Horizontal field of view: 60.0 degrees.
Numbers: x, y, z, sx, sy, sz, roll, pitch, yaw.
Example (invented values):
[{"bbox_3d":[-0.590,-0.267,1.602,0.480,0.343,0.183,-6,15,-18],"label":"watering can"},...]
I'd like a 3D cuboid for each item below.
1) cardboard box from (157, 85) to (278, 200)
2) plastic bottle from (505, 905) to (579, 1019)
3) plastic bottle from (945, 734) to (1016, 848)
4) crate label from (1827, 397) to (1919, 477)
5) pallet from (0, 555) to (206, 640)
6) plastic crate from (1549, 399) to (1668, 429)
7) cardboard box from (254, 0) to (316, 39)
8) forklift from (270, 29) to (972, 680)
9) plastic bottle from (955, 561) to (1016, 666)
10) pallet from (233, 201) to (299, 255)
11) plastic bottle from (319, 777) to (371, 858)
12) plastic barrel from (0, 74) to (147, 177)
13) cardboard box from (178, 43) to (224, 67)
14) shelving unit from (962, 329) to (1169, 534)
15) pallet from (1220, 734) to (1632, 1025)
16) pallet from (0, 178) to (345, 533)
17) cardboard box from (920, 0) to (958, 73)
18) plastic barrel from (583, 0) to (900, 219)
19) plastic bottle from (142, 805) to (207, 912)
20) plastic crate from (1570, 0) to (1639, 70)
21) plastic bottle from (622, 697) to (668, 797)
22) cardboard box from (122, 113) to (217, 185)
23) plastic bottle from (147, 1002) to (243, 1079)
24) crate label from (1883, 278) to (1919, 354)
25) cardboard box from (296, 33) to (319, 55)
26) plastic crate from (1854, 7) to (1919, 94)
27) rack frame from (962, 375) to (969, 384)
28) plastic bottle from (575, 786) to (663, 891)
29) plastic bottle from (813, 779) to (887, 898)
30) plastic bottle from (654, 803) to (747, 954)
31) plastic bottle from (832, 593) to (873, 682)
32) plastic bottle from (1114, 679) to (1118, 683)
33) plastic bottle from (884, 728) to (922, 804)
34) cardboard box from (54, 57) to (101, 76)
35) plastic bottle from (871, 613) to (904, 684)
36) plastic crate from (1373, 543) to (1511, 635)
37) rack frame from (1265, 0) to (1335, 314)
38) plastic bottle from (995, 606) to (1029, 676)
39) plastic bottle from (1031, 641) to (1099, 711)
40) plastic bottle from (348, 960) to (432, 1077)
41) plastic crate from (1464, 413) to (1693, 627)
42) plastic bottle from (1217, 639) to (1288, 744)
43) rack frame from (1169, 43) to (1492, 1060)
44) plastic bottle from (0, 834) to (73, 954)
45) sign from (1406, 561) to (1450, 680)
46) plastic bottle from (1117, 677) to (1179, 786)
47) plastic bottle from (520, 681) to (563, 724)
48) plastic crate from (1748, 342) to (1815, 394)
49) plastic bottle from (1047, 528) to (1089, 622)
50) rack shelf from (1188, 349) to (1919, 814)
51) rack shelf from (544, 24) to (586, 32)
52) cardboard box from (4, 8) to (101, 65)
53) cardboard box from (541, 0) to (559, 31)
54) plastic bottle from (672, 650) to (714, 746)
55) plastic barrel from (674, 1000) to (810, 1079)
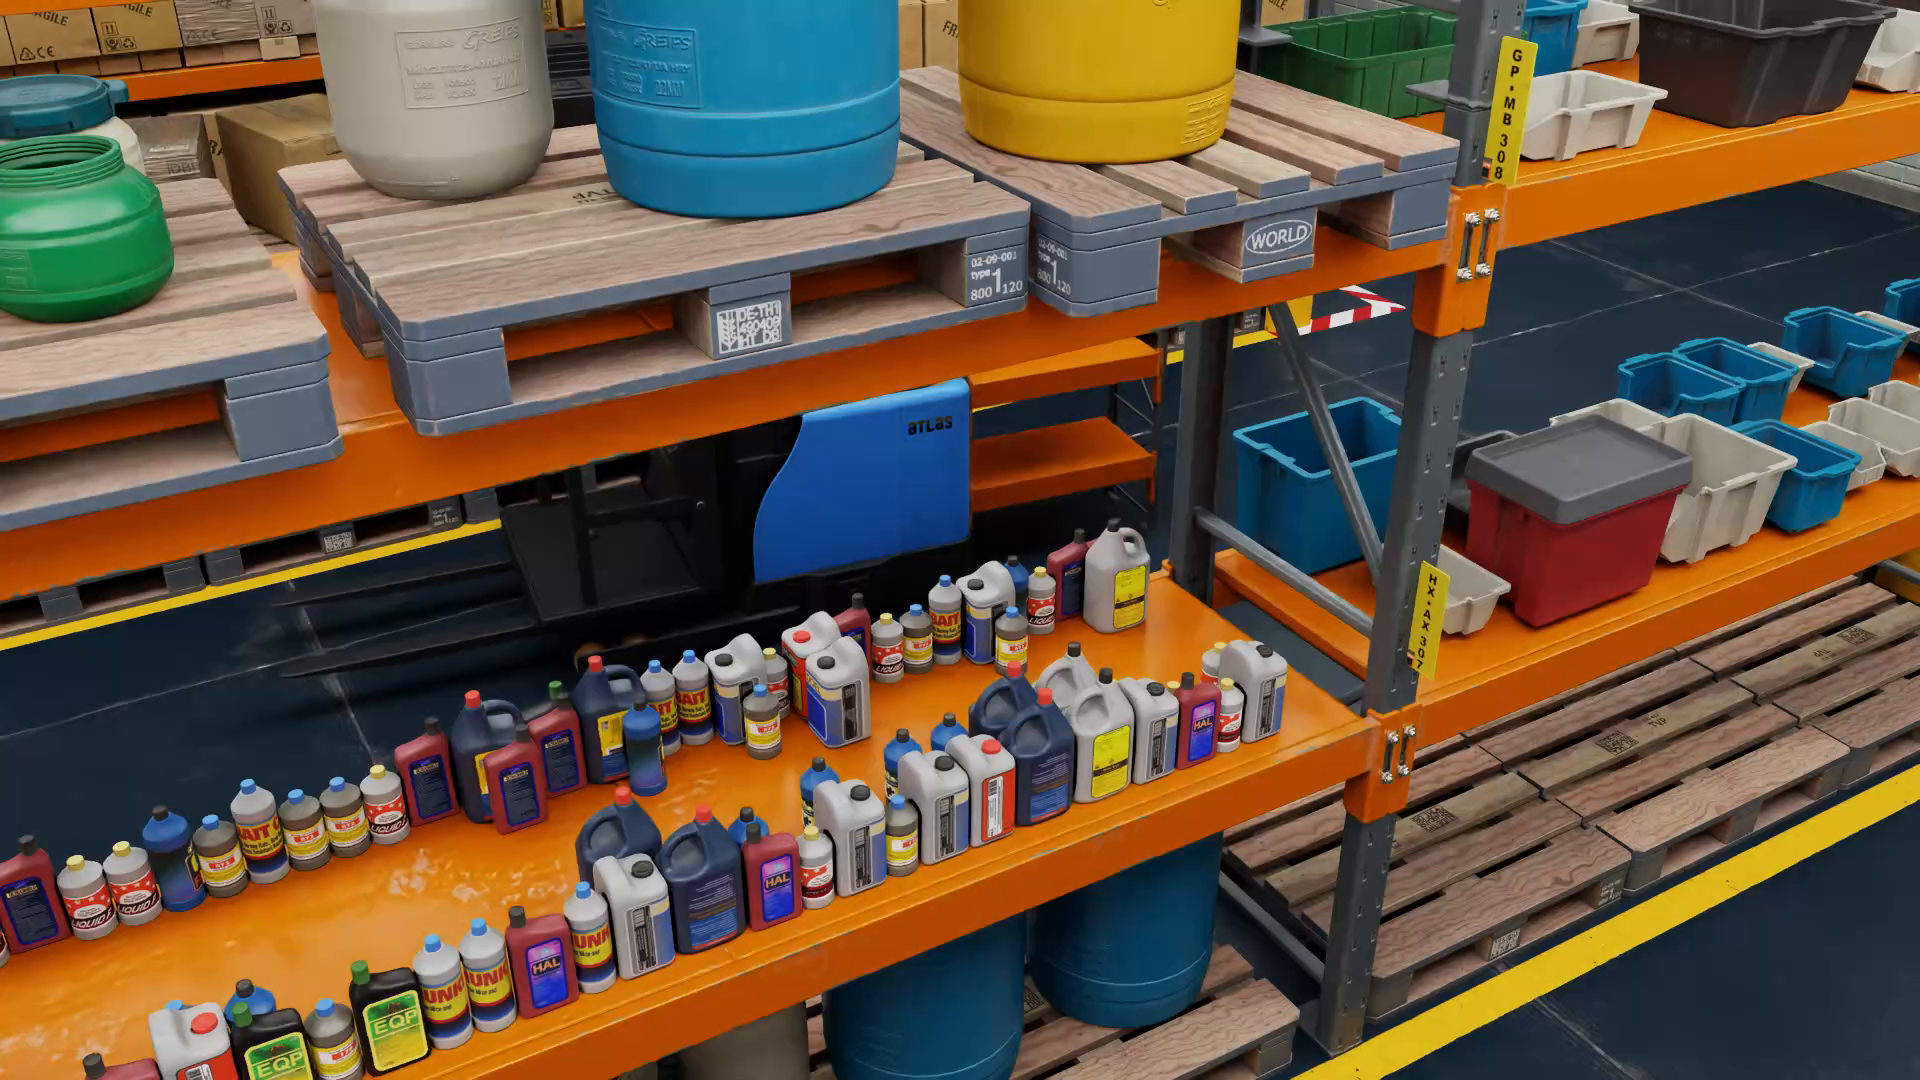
[{"bbox_3d":[-5.300,-2.828,12.061,0.750,0.750,0.750,-15,32,-25],"label":"cardboard box"},{"bbox_3d":[-0.914,0.905,3.627,0.133,0.283,0.061,-16,33,-26],"label":"plastic bottle"},{"bbox_3d":[0.052,0.608,4.173,0.135,0.276,0.152,-16,33,-26],"label":"plastic bottle"},{"bbox_3d":[3.331,-0.362,6.013,0.243,0.136,0.396,-16,33,-26],"label":"crate label"},{"bbox_3d":[-4.314,0.078,7.890,1.213,0.211,1.003,-16,33,-26],"label":"pallet"},{"bbox_3d":[2.327,-0.353,5.996,0.466,0.136,0.293,-16,33,-26],"label":"plastic crate"},{"bbox_3d":[-4.746,-3.853,11.696,0.500,0.500,0.500,-16,32,-26],"label":"cardboard box"},{"bbox_3d":[-1.509,-0.965,6.964,3.031,2.935,1.130,-12,31,-20],"label":"forklift"},{"bbox_3d":[0.071,0.208,4.897,0.135,0.276,0.152,-16,33,-26],"label":"plastic bottle"},{"bbox_3d":[-3.302,-1.370,7.826,1.213,0.211,1.003,-16,33,-26],"label":"pallet"},{"bbox_3d":[-1.527,0.679,4.121,0.097,0.201,0.097,0,29,0],"label":"plastic bottle"},{"bbox_3d":[-1.620,-0.671,2.966,0.301,0.262,0.301,0,29,0],"label":"plastic barrel"},{"bbox_3d":[-5.306,-3.423,11.587,0.250,0.149,0.380,-17,33,-28],"label":"cardboard box"},{"bbox_3d":[0.399,-0.541,8.066,1.048,1.125,0.538,-12,31,-20],"label":"shelving unit"},{"bbox_3d":[1.593,1.134,5.976,1.213,0.211,1.003,-16,33,-26],"label":"pallet"},{"bbox_3d":[-1.761,-0.288,2.759,1.213,0.211,1.003,-16,33,-26],"label":"pallet"},{"bbox_3d":[-0.091,-2.687,8.876,0.500,0.500,0.500,-17,33,-28],"label":"cardboard box"},{"bbox_3d":[-0.416,-1.126,3.127,0.708,0.901,0.600,-16,33,-26],"label":"plastic barrel"},{"bbox_3d":[-1.862,0.743,3.932,0.097,0.271,0.097,0,29,0],"label":"plastic bottle"},{"bbox_3d":[1.882,-1.558,5.138,0.466,0.136,0.293,-16,33,-26],"label":"plastic crate"},{"bbox_3d":[-0.821,0.529,4.321,0.097,0.271,0.097,0,29,0],"label":"plastic bottle"},{"bbox_3d":[-3.606,-1.549,7.414,0.500,0.500,0.700,-10,30,-17],"label":"cardboard box"},{"bbox_3d":[-1.535,1.058,3.356,0.135,0.276,0.152,-16,33,-26],"label":"plastic bottle"},{"bbox_3d":[4.047,-0.899,6.886,0.303,0.233,0.416,-16,33,-26],"label":"crate label"},{"bbox_3d":[-4.641,-3.599,11.907,0.250,0.149,0.380,-15,32,-25],"label":"cardboard box"},{"bbox_3d":[2.771,-1.458,4.957,0.530,0.136,0.437,-16,33,-26],"label":"plastic crate"},{"bbox_3d":[-0.068,-0.444,7.891,0.032,1.125,0.500,-12,31,-20],"label":"rack frame"},{"bbox_3d":[-0.791,0.732,3.871,0.185,0.351,0.144,-16,33,-26],"label":"plastic bottle"},{"bbox_3d":[-0.264,0.698,4.010,0.135,0.276,0.152,-16,33,-26],"label":"plastic bottle"},{"bbox_3d":[-0.598,0.762,3.816,0.185,0.351,0.144,-16,33,-26],"label":"plastic bottle"},{"bbox_3d":[-0.320,0.290,4.741,0.133,0.283,0.061,-16,33,-26],"label":"plastic bottle"},{"bbox_3d":[0.408,0.470,4.500,0.097,0.201,0.097,0,29,0],"label":"plastic bottle"},{"bbox_3d":[-0.143,0.595,4.200,0.097,0.271,0.097,0,29,0],"label":"plastic bottle"},{"bbox_3d":[-5.993,-3.248,11.270,0.250,0.149,0.380,-15,32,-26],"label":"cardboard box"},{"bbox_3d":[-0.211,0.305,4.798,0.097,0.201,0.097,0,29,0],"label":"plastic bottle"},{"bbox_3d":[1.452,0.144,5.095,0.243,0.136,0.396,-16,33,-26],"label":"plastic crate"},{"bbox_3d":[1.921,-2.934,10.462,0.127,3.000,1.000,-16,33,-26],"label":"rack frame"},{"bbox_3d":[0.150,0.288,4.829,0.097,0.201,0.097,0,29,0],"label":"plastic bottle"},{"bbox_3d":[0.279,0.432,4.413,0.185,0.351,0.144,-16,33,-26],"label":"plastic bottle"},{"bbox_3d":[-1.197,0.985,3.482,0.133,0.283,0.061,-16,33,-26],"label":"plastic bottle"},{"bbox_3d":[1.875,-0.059,5.124,0.583,0.464,0.402,-16,33,-26],"label":"plastic crate"},{"bbox_3d":[0.802,0.395,4.558,0.135,0.276,0.152,-16,33,-26],"label":"plastic bottle"},{"bbox_3d":[0.978,0.109,4.947,0.127,3.000,1.000,-16,33,-26],"label":"rack frame"},{"bbox_3d":[-2.139,0.806,3.805,0.133,0.283,0.061,-16,33,-26],"label":"plastic bottle"},{"bbox_3d":[1.255,0.218,4.464,0.005,0.325,0.100,-16,33,-26],"label":"sign"},{"bbox_3d":[0.487,0.484,4.396,0.135,0.276,0.152,-16,33,-26],"label":"plastic bottle"},{"bbox_3d":[-1.078,0.505,4.351,0.133,0.283,0.061,-16,33,-26],"label":"plastic bottle"},{"bbox_3d":[3.144,-0.647,6.529,0.298,0.136,0.250,-16,33,-26],"label":"plastic crate"},{"bbox_3d":[0.331,0.105,5.076,0.133,0.283,0.061,-16,33,-26],"label":"plastic bottle"},{"bbox_3d":[2.703,-0.065,6.008,4.000,0.370,1.077,-16,33,-26],"label":"rack shelf"},{"bbox_3d":[-2.316,-4.192,13.486,4.000,0.370,1.077,-16,33,-26],"label":"rack shelf"},{"bbox_3d":[-6.056,-3.479,11.017,0.500,0.500,0.500,-16,33,-27],"label":"cardboard box"},{"bbox_3d":[-3.565,-4.275,12.581,0.700,0.700,0.980,-15,32,-26],"label":"cardboard box"},{"bbox_3d":[-0.726,0.421,4.516,0.097,0.271,0.097,0,29,0],"label":"plastic bottle"},{"bbox_3d":[-0.642,1.415,4.721,0.421,0.512,0.421,0,29,0],"label":"plastic barrel"}]
